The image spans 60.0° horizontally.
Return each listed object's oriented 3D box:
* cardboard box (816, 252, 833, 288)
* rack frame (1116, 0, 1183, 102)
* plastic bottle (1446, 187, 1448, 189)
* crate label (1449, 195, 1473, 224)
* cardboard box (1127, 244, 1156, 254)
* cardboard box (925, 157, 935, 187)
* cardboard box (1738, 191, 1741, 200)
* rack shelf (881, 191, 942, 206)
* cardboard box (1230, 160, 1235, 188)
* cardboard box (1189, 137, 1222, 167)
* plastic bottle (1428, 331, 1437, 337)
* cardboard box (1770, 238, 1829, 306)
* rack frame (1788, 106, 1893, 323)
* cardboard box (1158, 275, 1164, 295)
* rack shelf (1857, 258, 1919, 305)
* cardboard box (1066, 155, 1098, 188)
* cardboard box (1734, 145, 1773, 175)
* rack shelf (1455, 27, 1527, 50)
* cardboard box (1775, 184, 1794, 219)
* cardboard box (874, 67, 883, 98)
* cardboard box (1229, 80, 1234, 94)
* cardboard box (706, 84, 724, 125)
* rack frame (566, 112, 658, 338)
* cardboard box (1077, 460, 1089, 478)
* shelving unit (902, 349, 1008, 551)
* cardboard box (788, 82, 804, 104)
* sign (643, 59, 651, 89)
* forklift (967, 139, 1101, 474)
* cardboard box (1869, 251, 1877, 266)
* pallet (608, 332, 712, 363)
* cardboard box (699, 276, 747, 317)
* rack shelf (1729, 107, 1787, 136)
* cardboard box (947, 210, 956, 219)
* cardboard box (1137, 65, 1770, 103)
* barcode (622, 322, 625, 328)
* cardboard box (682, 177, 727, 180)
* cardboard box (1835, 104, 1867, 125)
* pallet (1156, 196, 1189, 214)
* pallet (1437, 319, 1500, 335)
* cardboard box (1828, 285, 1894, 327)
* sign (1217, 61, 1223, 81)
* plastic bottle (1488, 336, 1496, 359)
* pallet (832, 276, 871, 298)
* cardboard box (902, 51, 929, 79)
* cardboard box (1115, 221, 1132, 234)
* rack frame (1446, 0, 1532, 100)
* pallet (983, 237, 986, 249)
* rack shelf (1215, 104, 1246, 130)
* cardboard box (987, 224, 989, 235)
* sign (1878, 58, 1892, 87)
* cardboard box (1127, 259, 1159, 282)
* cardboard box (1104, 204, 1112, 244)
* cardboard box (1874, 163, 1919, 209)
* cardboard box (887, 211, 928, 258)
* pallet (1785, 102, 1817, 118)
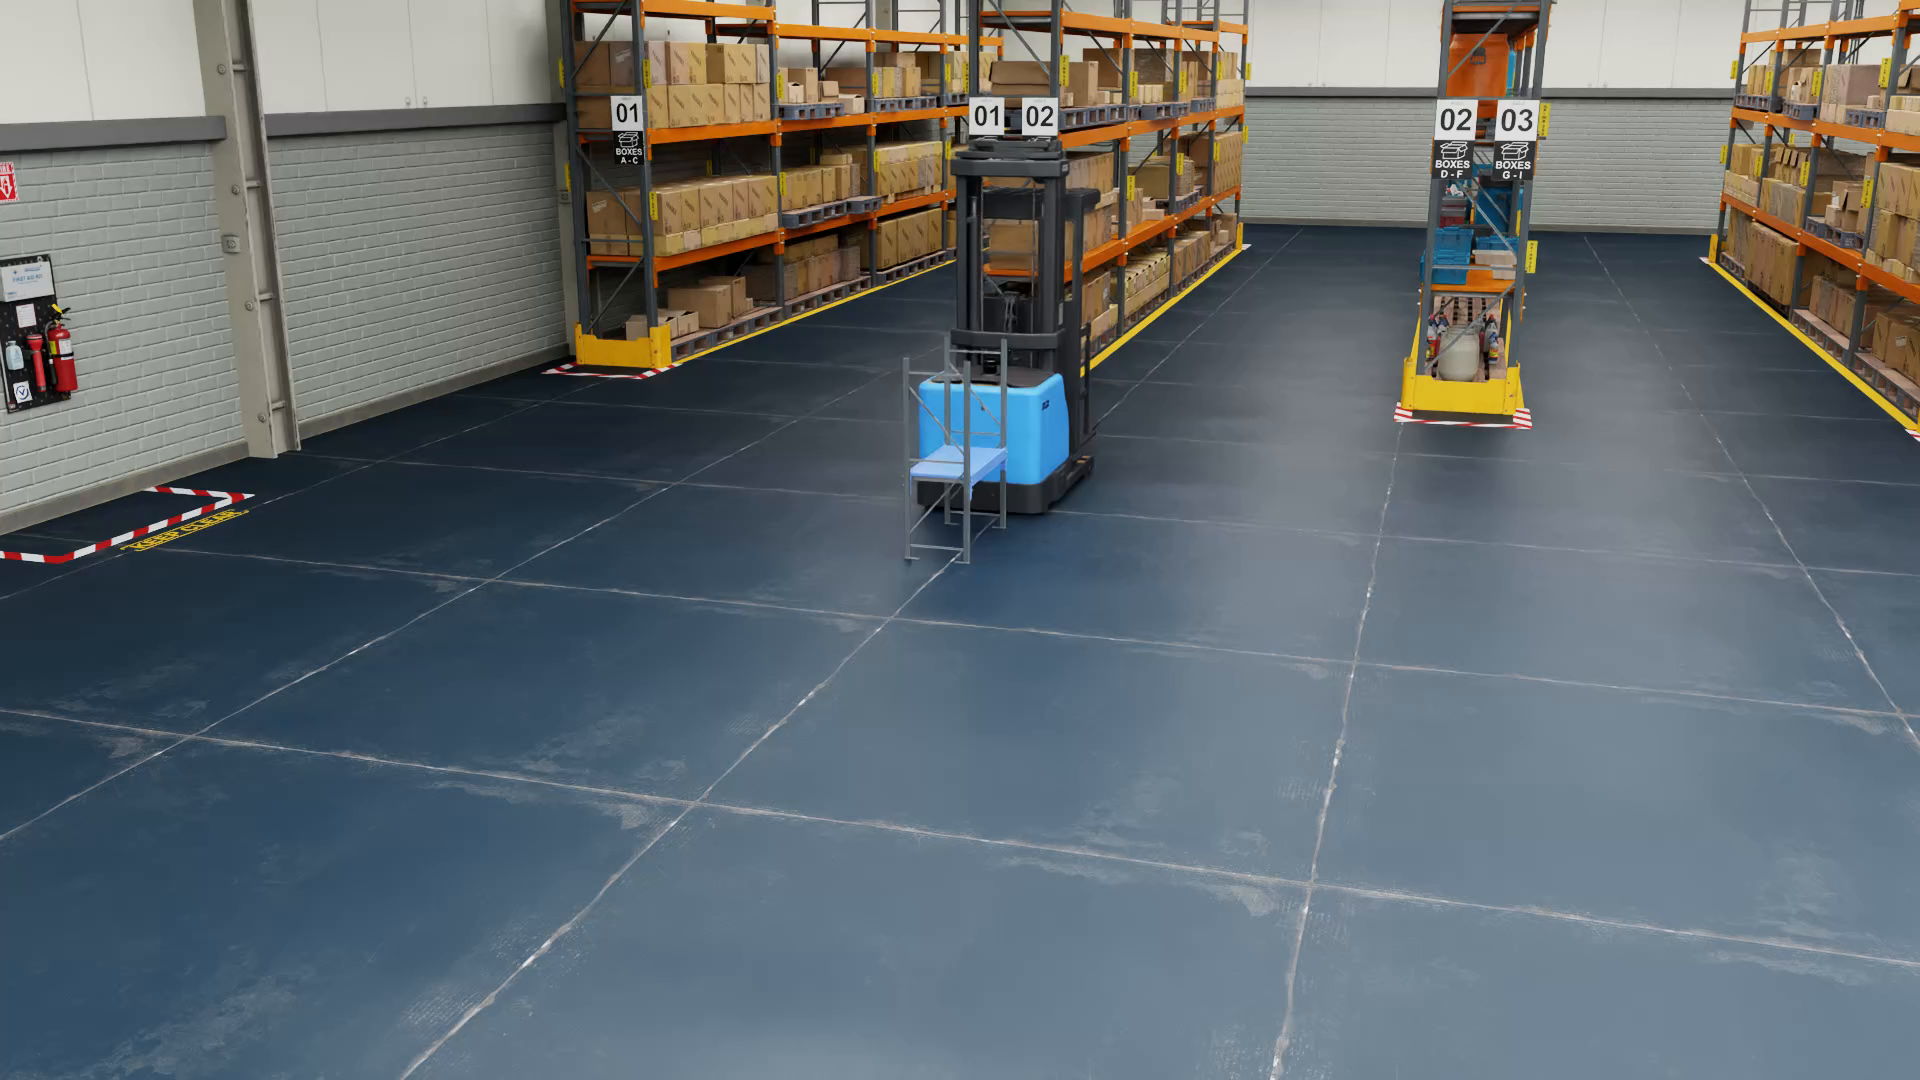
[{"bbox_3d":[-2.410,-4.240,26.056,0.700,0.500,0.500,5,16,16],"label":"cardboard box"},{"bbox_3d":[2.867,-8.184,25.193,1.000,3.000,0.127,5,16,16],"label":"rack frame"},{"bbox_3d":[8.200,-5.806,28.015,0.061,0.283,0.133,5,16,16],"label":"plastic bottle"},{"bbox_3d":[7.073,-4.691,23.807,0.502,0.435,0.616,5,16,16],"label":"crate label"},{"bbox_3d":[2.907,-4.570,27.220,0.500,0.500,0.500,5,17,18],"label":"cardboard box"},{"bbox_3d":[13.969,-6.473,27.574,30.103,1.490,4.506,5,17,16],"label":"cardboard box"},{"bbox_3d":[13.711,-5.963,28.815,0.380,0.149,0.250,5,17,17],"label":"cardboard box"},{"bbox_3d":[-1.315,-5.953,29.279,0.919,0.124,3.809,5,16,16],"label":"rack shelf"},{"bbox_3d":[4.983,-7.035,31.952,0.500,0.500,0.500,5,17,16],"label":"cardboard box"},{"bbox_3d":[4.407,-6.975,29.909,0.500,0.500,0.500,5,17,17],"label":"cardboard box"},{"bbox_3d":[5.580,-2.336,19.754,0.152,0.276,0.135,4,16,14],"label":"plastic bottle"},{"bbox_3d":[12.580,-3.888,24.164,1.225,0.875,0.875,4,16,13],"label":"cardboard box"},{"bbox_3d":[12.364,-4.529,23.300,1.000,3.000,0.127,5,16,16],"label":"rack frame"},{"bbox_3d":[2.808,-3.886,25.301,0.500,0.250,0.500,4,16,15],"label":"cardboard box"},{"bbox_3d":[10.658,-2.613,17.864,1.077,0.370,4.000,5,16,16],"label":"rack shelf"},{"bbox_3d":[1.325,-4.544,20.792,0.700,0.500,0.500,5,16,16],"label":"cardboard box"},{"bbox_3d":[13.958,-6.682,29.247,0.500,0.500,0.500,4,16,14],"label":"cardboard box"},{"bbox_3d":[7.046,-6.738,22.144,1.077,0.370,4.000,5,16,16],"label":"rack shelf"},{"bbox_3d":[12.703,-5.125,25.217,0.500,0.500,0.500,5,17,17],"label":"cardboard box"},{"bbox_3d":[-1.701,-7.658,27.846,0.700,0.500,0.500,4,16,13],"label":"cardboard box"},{"bbox_3d":[4.815,-8.456,31.006,0.500,0.250,0.500,5,16,16],"label":"cardboard box"},{"bbox_3d":[-3.360,-5.573,21.264,0.500,0.500,0.500,6,17,19],"label":"cardboard box"},{"bbox_3d":[-4.157,-3.588,19.984,1.000,3.000,0.127,5,16,16],"label":"rack frame"},{"bbox_3d":[1.077,-0.627,14.753,0.130,0.156,0.160,4,16,15],"label":"cardboard box"},{"bbox_3d":[-0.024,-0.699,12.546,0.538,1.308,1.030,5,16,16],"label":"shelving unit"},{"bbox_3d":[-2.613,-6.535,24.269,0.500,0.311,0.500,5,17,18],"label":"cardboard box"},{"bbox_3d":[-3.637,-5.410,19.307,0.100,0.325,0.005,5,16,16],"label":"sign"},{"bbox_3d":[0.579,-1.979,14.435,1.121,2.935,3.031,5,17,17],"label":"forklift"},{"bbox_3d":[10.794,-3.264,19.302,0.380,0.149,0.250,5,16,16],"label":"cardboard box"},{"bbox_3d":[-3.871,-2.477,21.174,1.003,0.211,1.213,5,16,16],"label":"pallet"},{"bbox_3d":[-3.277,-3.369,22.986,0.500,0.500,0.500,3,16,12],"label":"cardboard box"},{"bbox_3d":[14.069,-7.196,28.523,1.077,0.370,4.000,5,16,16],"label":"rack shelf"},{"bbox_3d":[-0.164,-6.303,32.175,0.380,0.149,0.250,5,17,18],"label":"cardboard box"},{"bbox_3d":[8.284,-7.193,26.151,10.045,0.550,7.296,6,17,19],"label":"cardboard box"},{"bbox_3d":[-4.253,-2.721,21.029,0.001,0.075,0.075,5,16,16],"label":"barcode"},{"bbox_3d":[-3.505,-4.691,22.736,0.500,0.500,0.500,5,16,16],"label":"cardboard box"},{"bbox_3d":[11.703,-5.527,21.597,0.500,0.250,0.500,5,17,17],"label":"cardboard box"},{"bbox_3d":[2.992,-5.389,26.682,1.213,0.211,1.003,5,16,16],"label":"pallet"},{"bbox_3d":[6.664,-2.734,22.080,1.003,0.211,1.213,5,16,16],"label":"pallet"},{"bbox_3d":[11.892,-3.066,21.918,0.700,0.500,0.500,6,17,21],"label":"cardboard box"},{"bbox_3d":[4.537,-8.184,29.019,0.100,0.325,0.005,5,16,16],"label":"sign"},{"bbox_3d":[6.253,-2.259,19.491,0.097,0.271,0.097,0,16,0],"label":"plastic bottle"},{"bbox_3d":[-2.107,-4.136,27.023,1.003,0.211,1.213,5,16,16],"label":"pallet"},{"bbox_3d":[-0.772,-8.911,31.198,0.500,0.500,0.500,4,16,15],"label":"cardboard box"},{"bbox_3d":[2.178,-4.347,23.118,0.380,0.149,0.250,5,16,16],"label":"cardboard box"},{"bbox_3d":[5.345,-5.706,16.456,0.949,2.616,0.053,5,16,16],"label":"rack frame"},{"bbox_3d":[-0.111,-5.899,33.242,1.003,0.211,1.213,5,16,16],"label":"pallet"},{"bbox_3d":[4.572,-7.965,31.235,1.077,0.370,4.000,5,16,16],"label":"rack shelf"},{"bbox_3d":[0.287,-6.583,34.353,0.700,0.500,0.500,5,16,16],"label":"cardboard box"},{"bbox_3d":[10.694,-5.406,19.225,0.100,0.325,0.005,5,16,16],"label":"sign"},{"bbox_3d":[2.666,-4.023,24.757,0.500,0.311,0.500,5,16,16],"label":"cardboard box"},{"bbox_3d":[1.610,-4.183,21.898,0.700,0.500,0.500,4,16,14],"label":"cardboard box"},{"bbox_3d":[10.855,-4.057,19.074,0.500,0.500,0.500,5,16,16],"label":"cardboard box"},{"bbox_3d":[-1.057,-5.483,29.833,0.750,0.750,0.750,5,17,18],"label":"cardboard box"},{"bbox_3d":[12.811,-6.347,24.557,1.003,0.211,1.213,5,17,18],"label":"pallet"}]
